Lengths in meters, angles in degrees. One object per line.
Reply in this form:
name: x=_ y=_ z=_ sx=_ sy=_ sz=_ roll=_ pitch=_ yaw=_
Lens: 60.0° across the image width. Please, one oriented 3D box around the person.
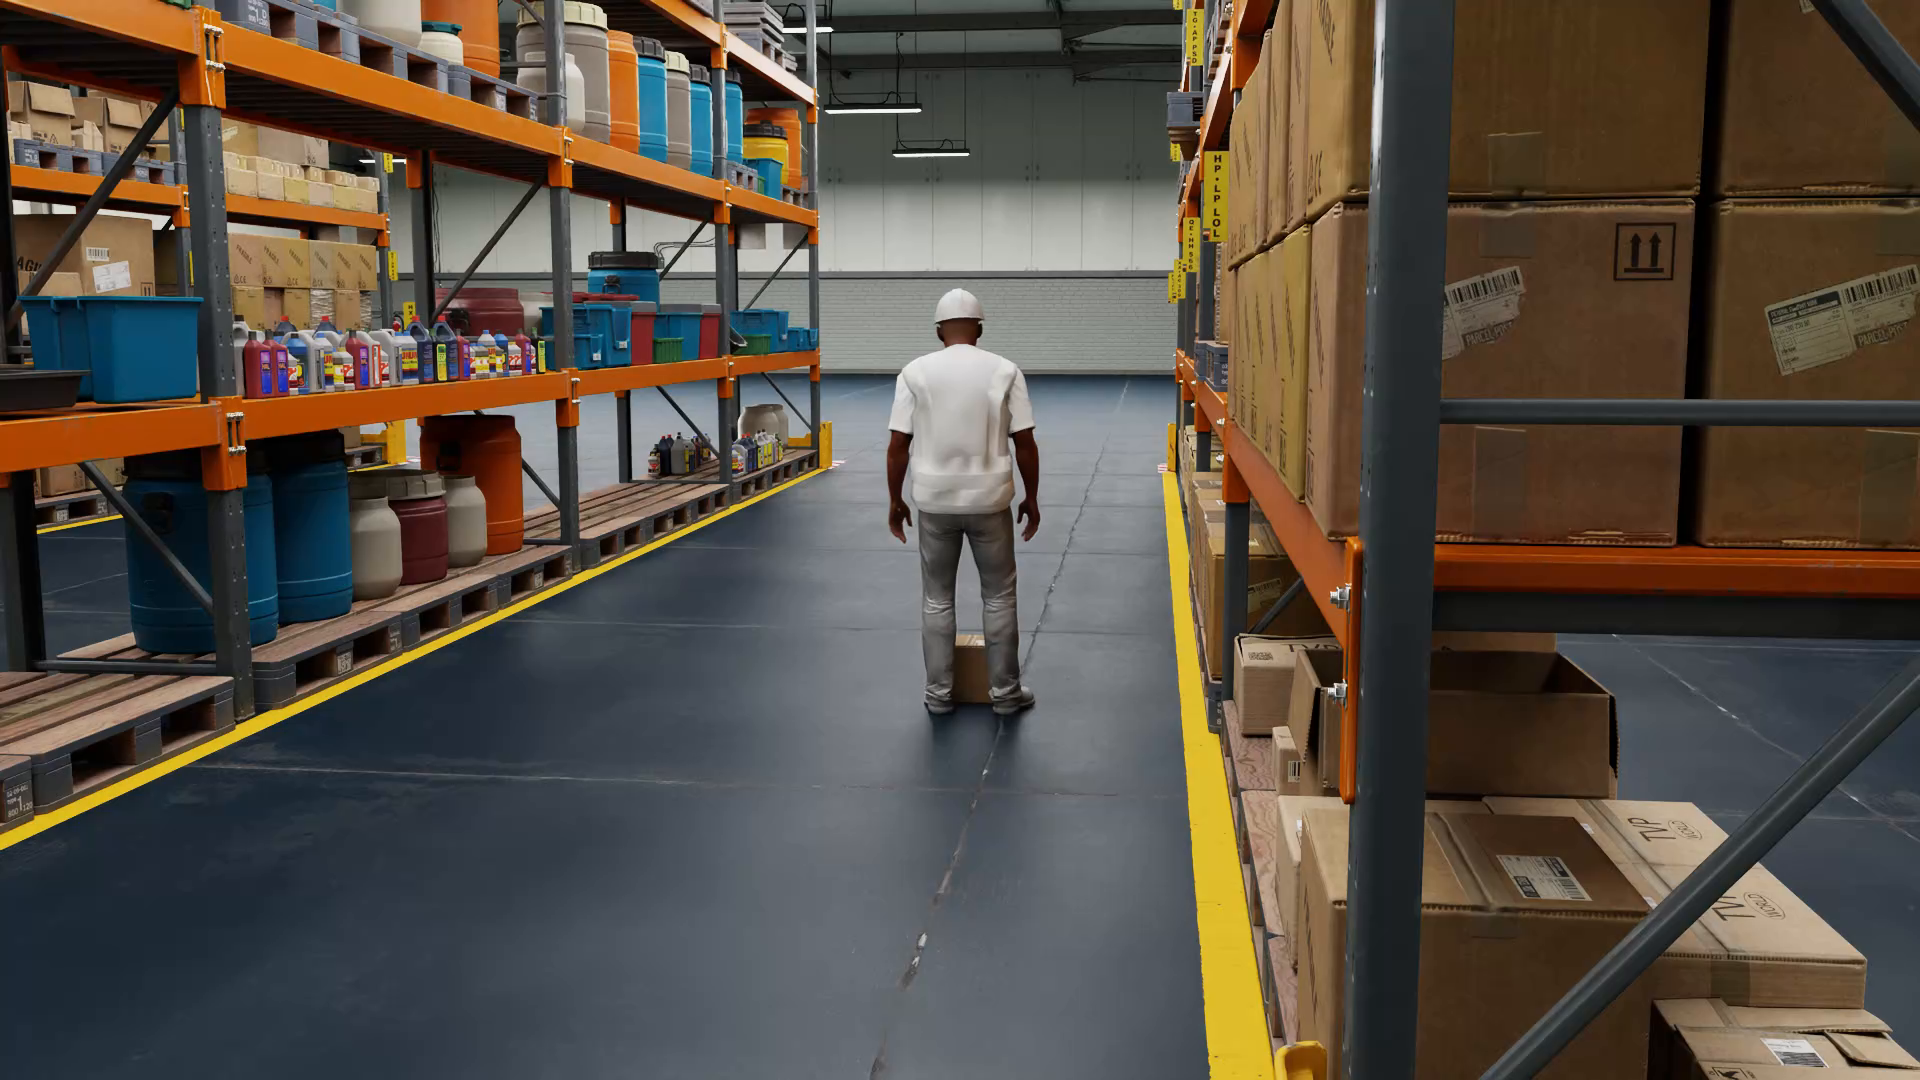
person: x=0.016 y=-0.159 z=6.925 sx=0.635 sy=1.760 sz=0.458 roll=1 pitch=8 yaw=4
